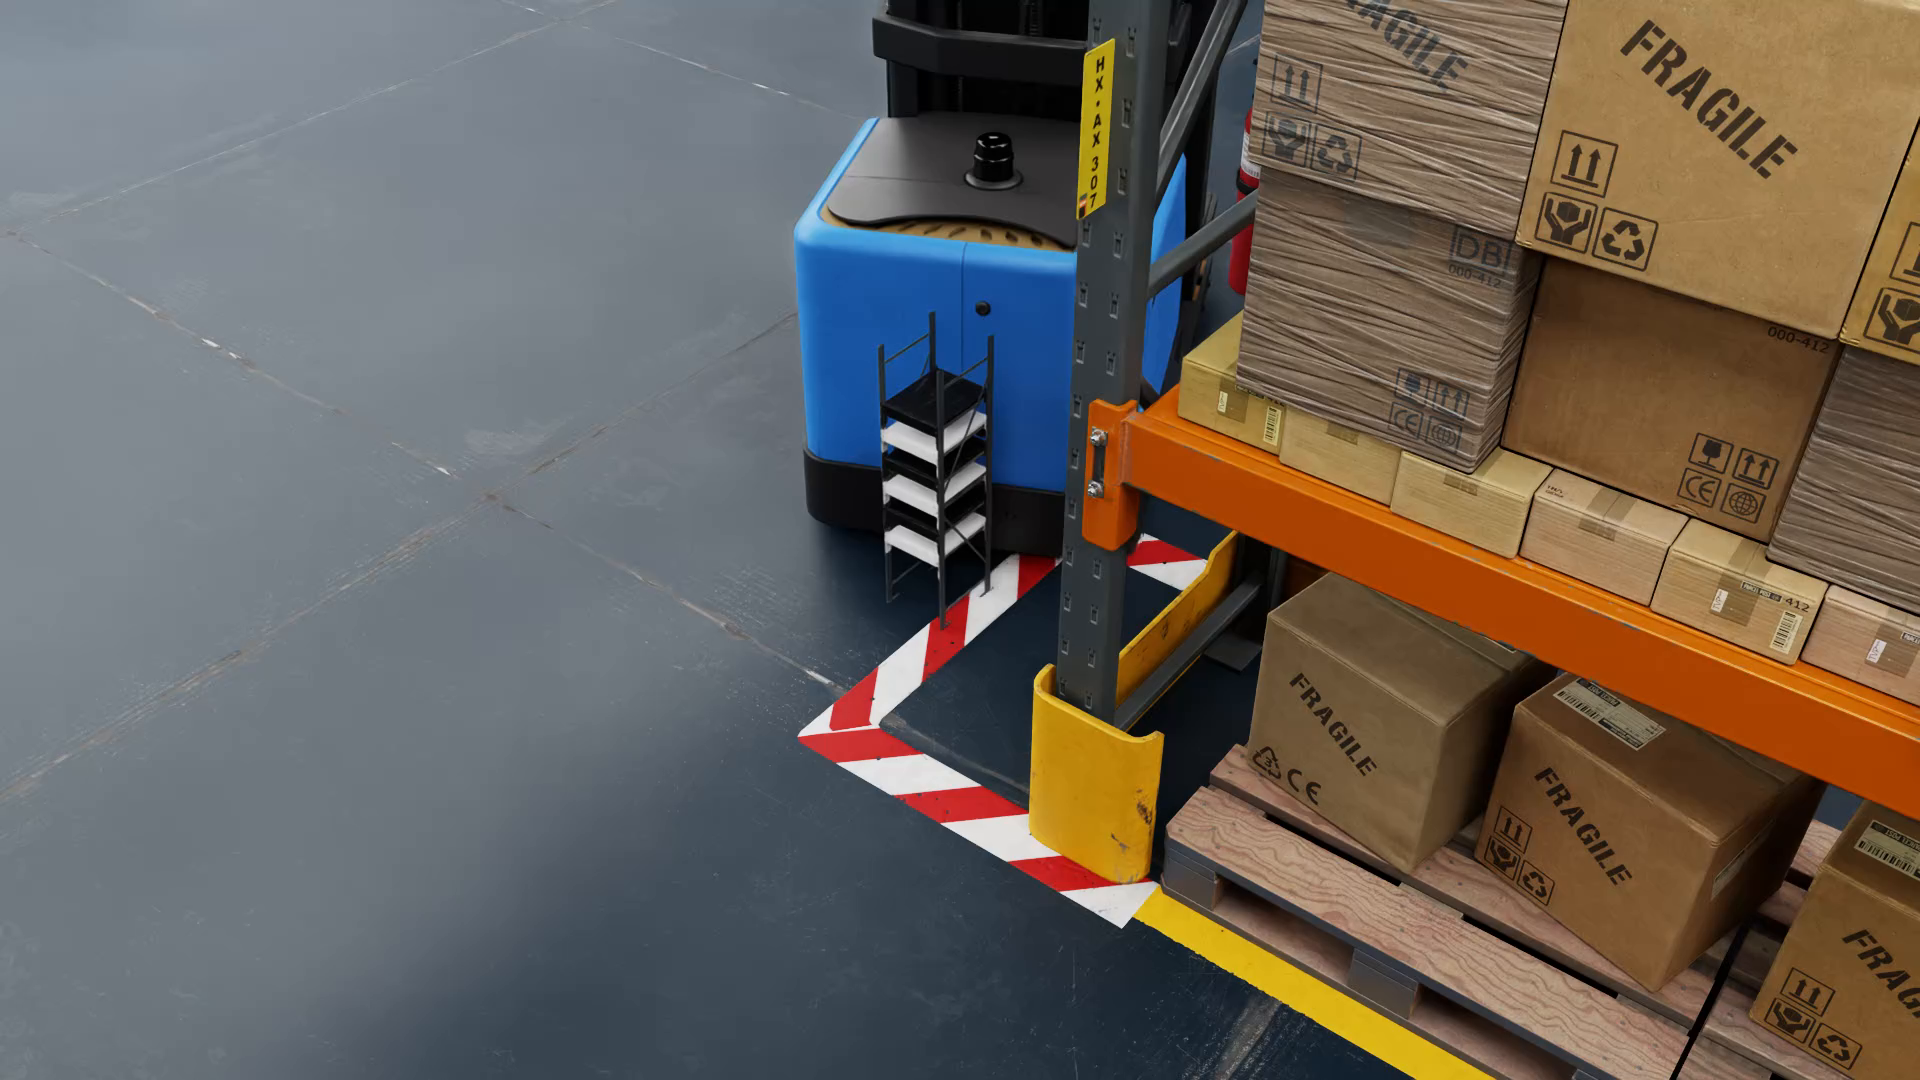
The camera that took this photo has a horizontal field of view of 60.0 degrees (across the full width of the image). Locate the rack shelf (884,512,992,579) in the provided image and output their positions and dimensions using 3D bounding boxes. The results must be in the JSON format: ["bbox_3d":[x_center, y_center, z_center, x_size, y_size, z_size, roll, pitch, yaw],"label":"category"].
[{"bbox_3d":[-0.064,-0.015,4.885,0.200,0.077,0.258,26,45,29],"label":"rack shelf"}]

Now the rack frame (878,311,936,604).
[{"bbox_3d":[-0.144,-0.221,4.802,0.006,0.900,0.240,26,45,29],"label":"rack frame"}]

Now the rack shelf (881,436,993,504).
[{"bbox_3d":[-0.064,-0.227,4.718,0.200,0.077,0.258,26,45,29],"label":"rack shelf"}]

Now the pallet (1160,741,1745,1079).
[{"bbox_3d":[1.266,0.765,4.102,1.213,0.211,1.003,25,45,29],"label":"pallet"}]

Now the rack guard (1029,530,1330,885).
[{"bbox_3d":[0.643,0.330,4.423,0.348,0.500,1.175,25,45,29],"label":"rack guard"}]

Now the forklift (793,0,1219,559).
[{"bbox_3d":[0.352,-1.993,5.418,1.130,2.935,3.031,8,39,10],"label":"forklift"}]

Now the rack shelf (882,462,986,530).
[{"bbox_3d":[-0.064,-0.156,4.774,0.200,0.077,0.258,26,45,29],"label":"rack shelf"}]

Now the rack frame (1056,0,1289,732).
[{"bbox_3d":[0.582,-0.683,3.689,0.127,3.000,1.000,25,45,29],"label":"rack frame"}]

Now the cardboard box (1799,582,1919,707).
[{"bbox_3d":[1.661,0.104,2.887,0.250,0.149,0.380,25,45,29],"label":"cardboard box"}]

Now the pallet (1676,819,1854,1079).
[{"bbox_3d":[2.231,1.222,3.518,1.213,0.211,1.003,25,45,29],"label":"pallet"}]

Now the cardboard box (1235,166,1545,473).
[{"bbox_3d":[1.003,-0.620,3.286,0.500,0.500,0.875,25,45,29],"label":"cardboard box"}]

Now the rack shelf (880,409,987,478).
[{"bbox_3d":[-0.064,-0.298,4.663,0.200,0.077,0.258,26,45,29],"label":"rack shelf"}]

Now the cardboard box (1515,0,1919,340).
[{"bbox_3d":[1.247,-0.703,2.581,0.500,0.500,0.500,25,45,29],"label":"cardboard box"}]

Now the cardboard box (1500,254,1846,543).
[{"bbox_3d":[1.473,-0.492,3.122,0.500,0.500,0.875,25,45,29],"label":"cardboard box"}]

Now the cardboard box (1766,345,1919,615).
[{"bbox_3d":[1.843,-0.283,2.856,0.500,0.500,0.875,25,45,29],"label":"cardboard box"}]

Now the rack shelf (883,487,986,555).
[{"bbox_3d":[-0.064,-0.085,4.829,0.200,0.077,0.258,26,45,29],"label":"rack shelf"}]

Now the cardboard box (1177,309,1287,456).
[{"bbox_3d":[0.664,-0.361,3.481,0.250,0.149,0.380,25,45,29],"label":"cardboard box"}]

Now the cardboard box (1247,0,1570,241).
[{"bbox_3d":[0.854,-0.894,2.825,0.500,0.500,0.500,25,45,29],"label":"cardboard box"}]

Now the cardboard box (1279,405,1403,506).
[{"bbox_3d":[0.851,-0.258,3.350,0.250,0.149,0.380,25,45,29],"label":"cardboard box"}]

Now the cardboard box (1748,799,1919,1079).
[{"bbox_3d":[2.050,0.829,3.445,0.500,0.500,0.500,30,47,32],"label":"cardboard box"}]

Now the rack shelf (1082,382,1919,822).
[{"bbox_3d":[2.171,0.349,2.954,4.000,0.370,1.077,25,45,29],"label":"rack shelf"}]

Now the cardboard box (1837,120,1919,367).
[{"bbox_3d":[1.645,-0.516,2.343,0.500,0.500,0.500,25,45,29],"label":"cardboard box"}]

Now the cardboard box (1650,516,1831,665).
[{"bbox_3d":[1.446,0.024,2.990,0.250,0.149,0.380,25,45,29],"label":"cardboard box"}]

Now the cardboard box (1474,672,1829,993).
[{"bbox_3d":[1.564,0.585,3.757,0.500,0.500,0.500,-25,45,-29],"label":"cardboard box"}]

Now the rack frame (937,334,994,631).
[{"bbox_3d":[0.016,-0.144,4.704,0.006,0.900,0.240,26,45,29],"label":"rack frame"}]

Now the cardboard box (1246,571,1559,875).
[{"bbox_3d":[1.068,0.378,4.021,0.500,0.500,0.500,-29,46,-32],"label":"cardboard box"}]

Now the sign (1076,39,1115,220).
[{"bbox_3d":[0.253,-0.758,3.083,0.005,0.325,0.100,25,45,29],"label":"sign"}]

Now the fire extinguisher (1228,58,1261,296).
[{"bbox_3d":[0.771,-0.921,4.056,0.183,0.674,0.296,25,45,29],"label":"fire extinguisher"}]

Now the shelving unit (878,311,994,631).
[{"bbox_3d":[-0.064,-0.183,4.753,0.210,0.900,0.258,26,45,29],"label":"shelving unit"}]

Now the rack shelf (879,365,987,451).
[{"bbox_3d":[-0.064,-0.369,4.607,0.200,0.077,0.258,26,45,29],"label":"rack shelf"}]

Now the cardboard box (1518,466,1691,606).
[{"bbox_3d":[1.251,-0.073,3.114,0.250,0.149,0.380,25,45,29],"label":"cardboard box"}]

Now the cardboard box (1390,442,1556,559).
[{"bbox_3d":[1.040,-0.157,3.221,0.250,0.149,0.380,25,45,29],"label":"cardboard box"}]
